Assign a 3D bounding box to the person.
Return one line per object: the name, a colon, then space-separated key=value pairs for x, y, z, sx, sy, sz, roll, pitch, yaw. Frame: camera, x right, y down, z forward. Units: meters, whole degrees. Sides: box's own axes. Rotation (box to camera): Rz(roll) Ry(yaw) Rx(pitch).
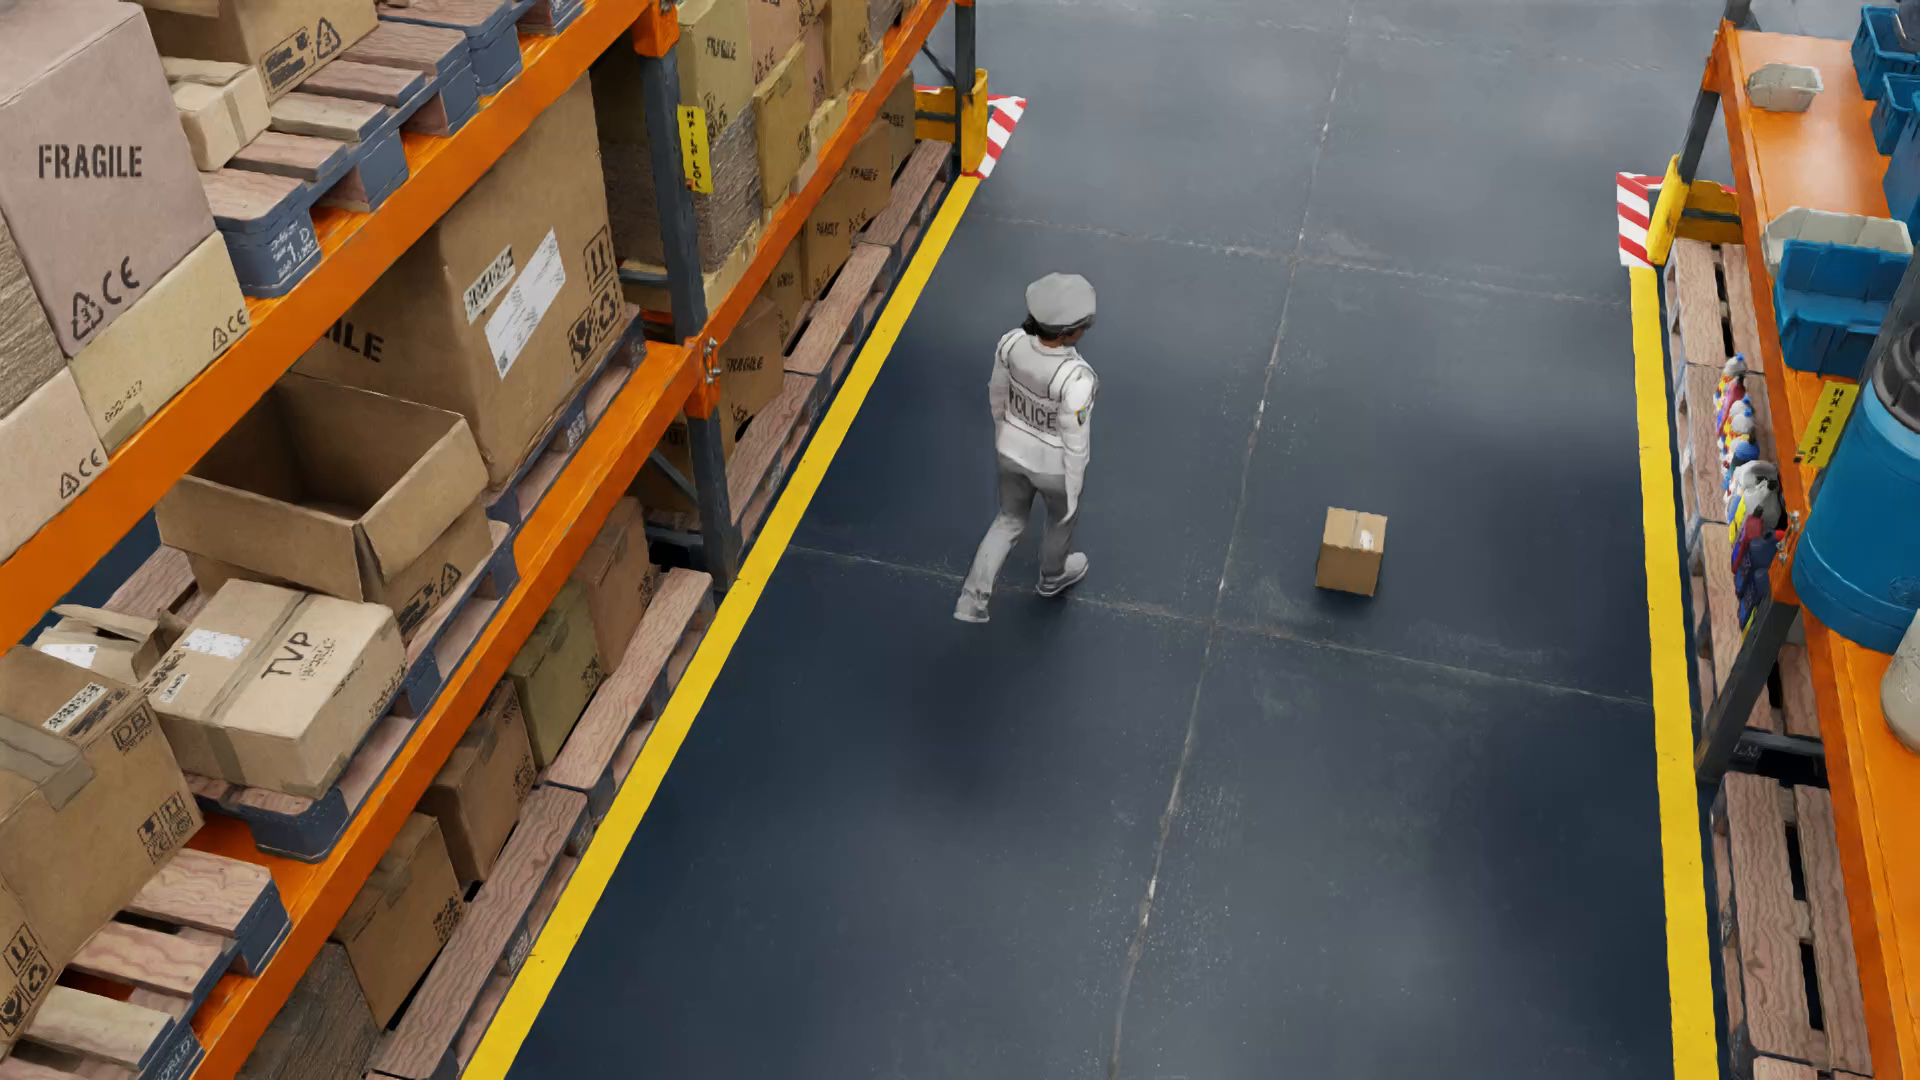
person: x=0.283 y=-0.311 z=6.501 sx=0.515 sy=1.636 sz=0.806 roll=28 pitch=49 yaw=28
